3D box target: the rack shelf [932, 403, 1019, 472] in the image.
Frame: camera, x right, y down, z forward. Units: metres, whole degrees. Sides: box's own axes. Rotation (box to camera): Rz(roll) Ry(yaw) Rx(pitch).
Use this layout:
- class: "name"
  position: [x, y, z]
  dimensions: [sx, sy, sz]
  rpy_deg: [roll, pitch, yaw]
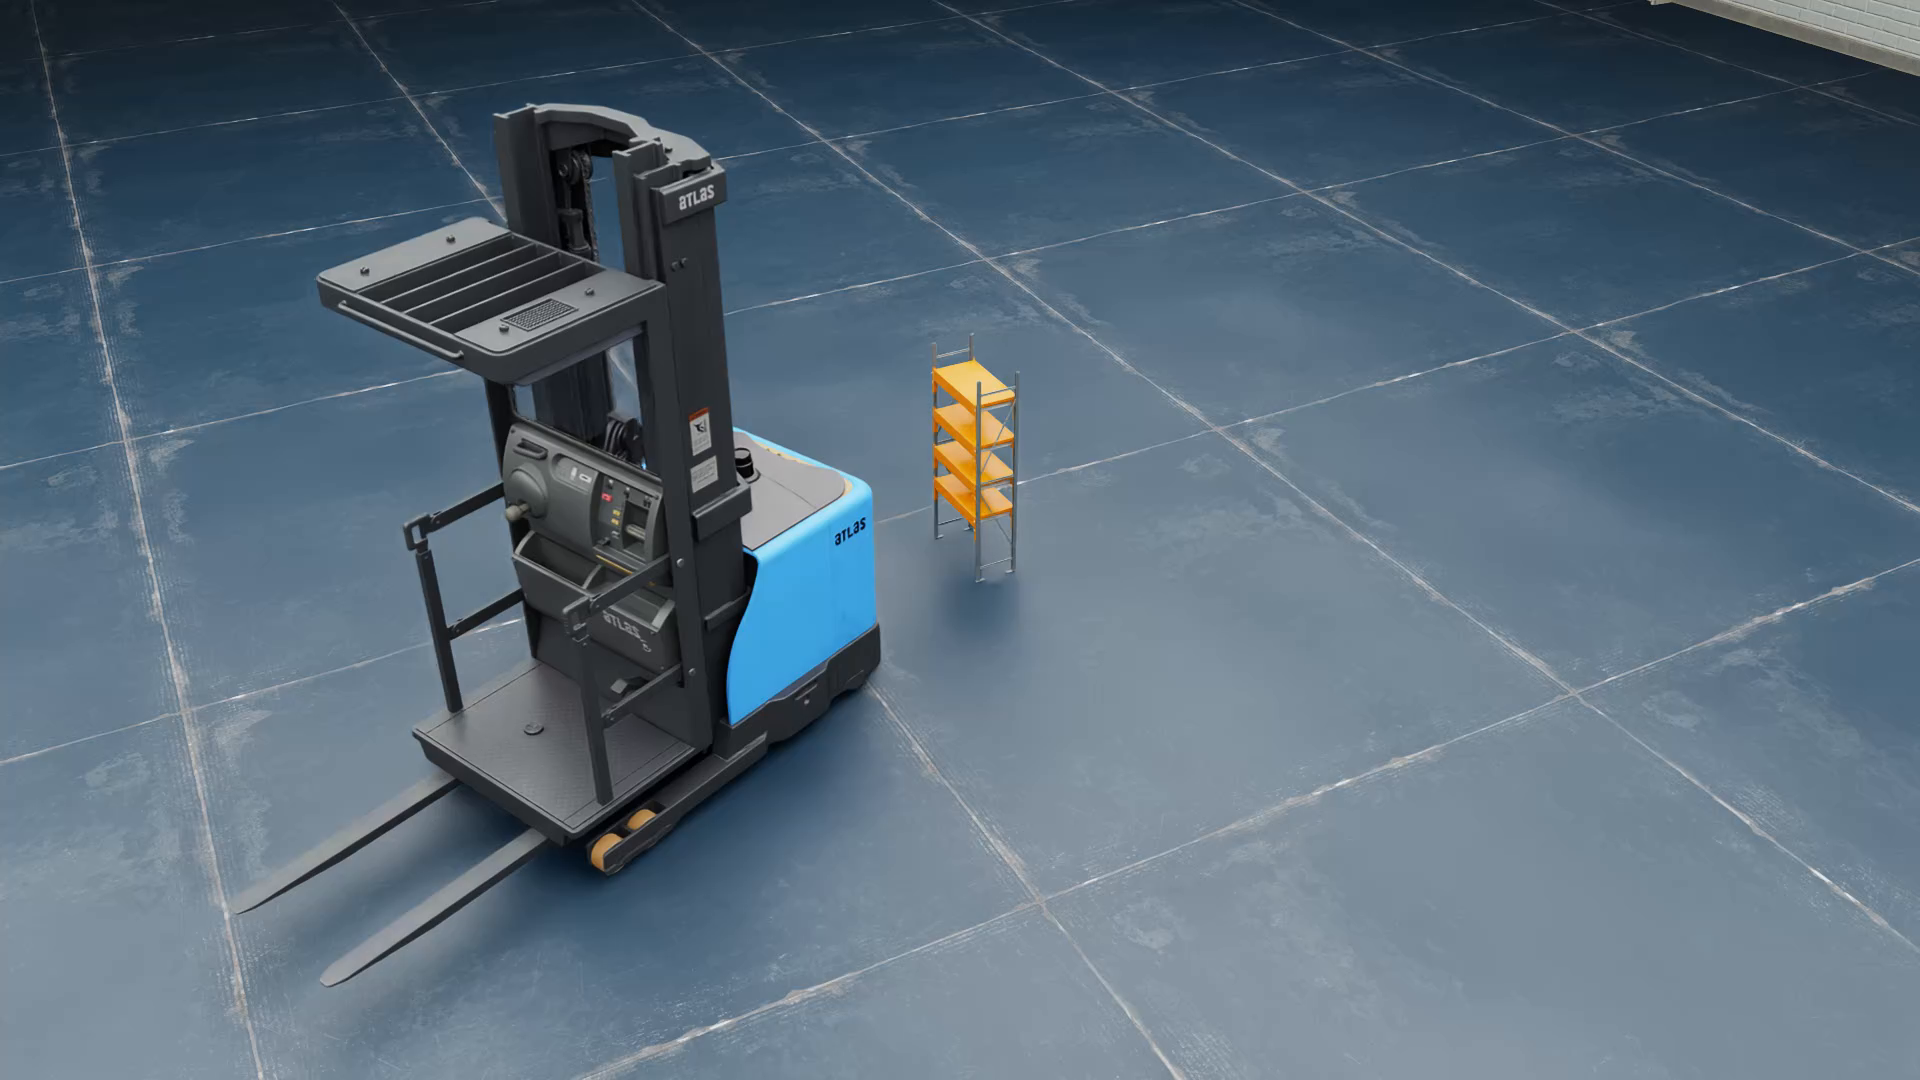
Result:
- class: "rack shelf"
  position: [0.077, -0.558, 8.719]
  dimensions: [0.258, 0.148, 0.480]
  rpy_deg: [-16, 36, -23]

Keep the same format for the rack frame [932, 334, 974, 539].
- class: "rack frame"
  position: [-0.037, -0.543, 8.985]
  dimensions: [0.240, 1.200, 0.015]
  rpy_deg: [-16, 36, -23]

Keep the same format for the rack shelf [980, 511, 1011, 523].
- class: "rack shelf"
  position: [0.077, -0.226, 8.931]
  dimensions: [0.199, 0.029, 0.442]
  rpy_deg: [-16, 36, -23]

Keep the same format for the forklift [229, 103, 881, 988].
- class: "forklift"
  position: [-1.695, -0.125, 6.729]
  dimensions: [1.130, 2.935, 3.031]
  rpy_deg: [23, 39, 31]

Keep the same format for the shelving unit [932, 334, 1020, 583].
- class: "shelving unit"
  position: [0.077, -0.426, 8.803]
  dimensions: [0.258, 1.200, 0.503]
  rpy_deg: [-16, 36, -23]

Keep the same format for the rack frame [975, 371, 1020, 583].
- class: "rack frame"
  position: [0.191, -0.310, 8.621]
  dimensions: [0.240, 1.200, 0.015]
  rpy_deg: [-16, 36, -23]

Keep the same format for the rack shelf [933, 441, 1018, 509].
- class: "rack shelf"
  position: [0.077, -0.370, 8.839]
  dimensions: [0.258, 0.148, 0.480]
  rpy_deg: [-16, 36, -23]

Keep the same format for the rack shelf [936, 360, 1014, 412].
- class: "rack shelf"
  position: [0.077, -0.790, 8.570]
  dimensions: [0.221, 0.050, 0.457]
  rpy_deg: [-16, 36, -23]
